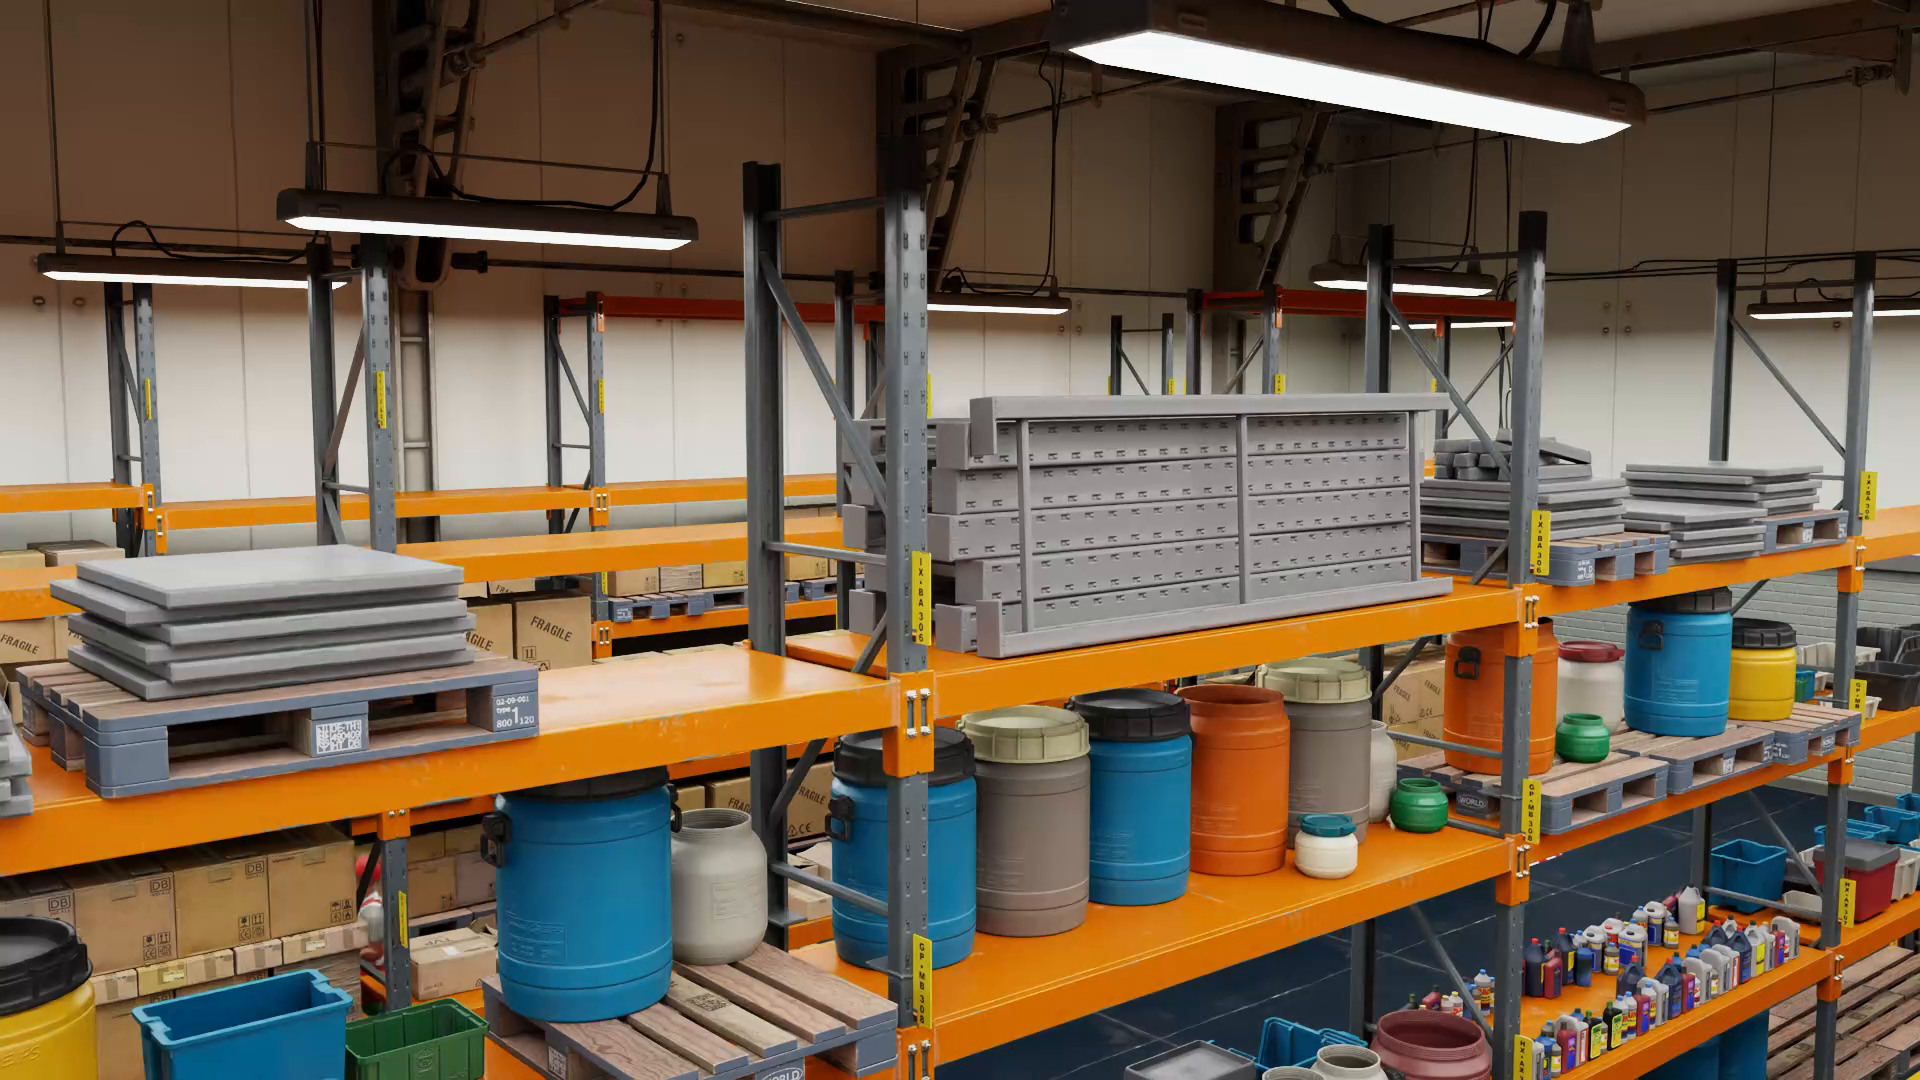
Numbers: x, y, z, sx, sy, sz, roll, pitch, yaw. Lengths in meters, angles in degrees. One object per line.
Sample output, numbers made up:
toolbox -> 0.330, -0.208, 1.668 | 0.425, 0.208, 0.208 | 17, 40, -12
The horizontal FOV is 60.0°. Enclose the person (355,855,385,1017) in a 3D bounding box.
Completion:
person -> -4.318, 3.144, 11.859 | 0.659, 1.797, 0.637 | -5, 7, -41
